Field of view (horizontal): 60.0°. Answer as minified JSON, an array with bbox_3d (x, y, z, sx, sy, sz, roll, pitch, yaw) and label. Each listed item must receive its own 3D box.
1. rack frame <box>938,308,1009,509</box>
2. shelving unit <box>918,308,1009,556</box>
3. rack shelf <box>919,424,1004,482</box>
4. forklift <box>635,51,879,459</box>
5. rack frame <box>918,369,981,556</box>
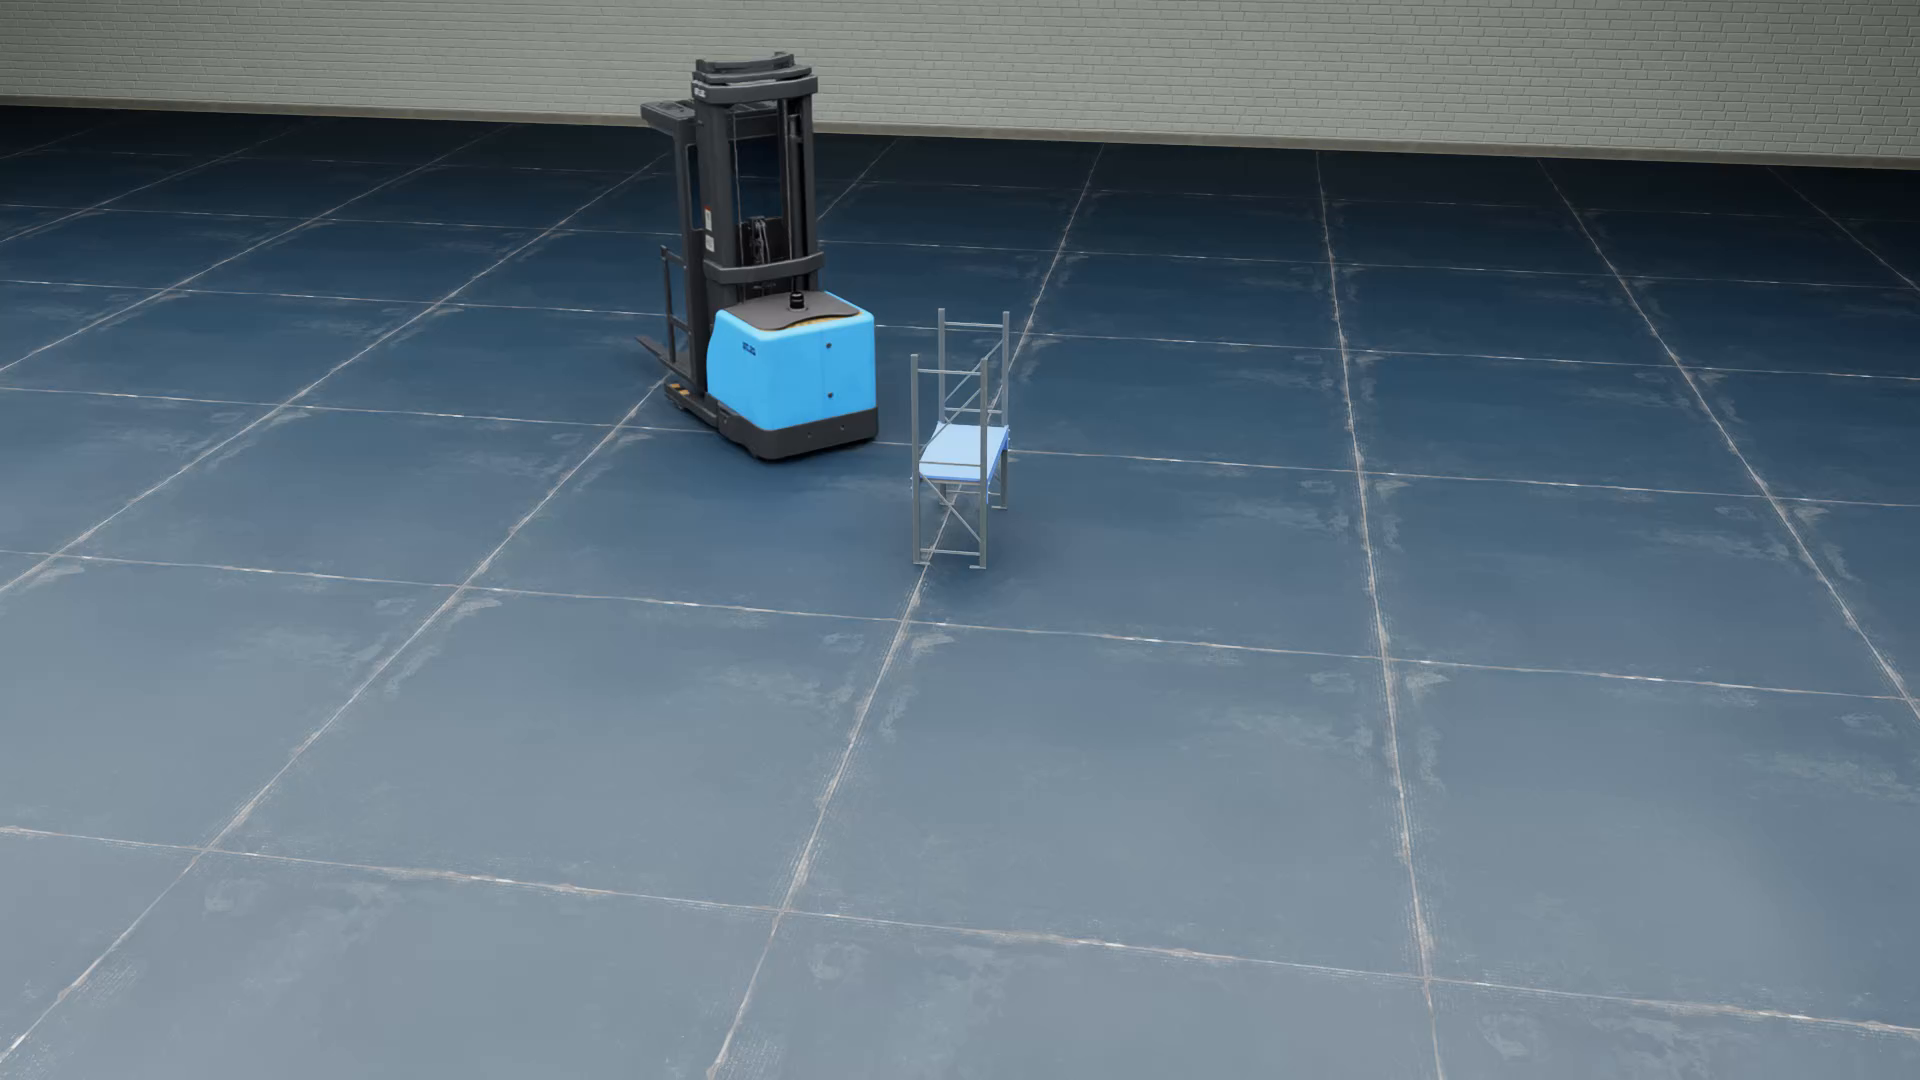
[{"bbox_3d":[0.097,-0.928,11.962,0.500,1.500,0.032,4,25,9],"label":"rack frame"},{"bbox_3d":[0.015,-0.717,11.512,0.500,1.500,1.039,4,25,9],"label":"shelving unit"},{"bbox_3d":[0.014,-0.612,11.556,0.459,0.026,0.952,4,25,9],"label":"rack shelf"},{"bbox_3d":[-1.877,-2.532,13.702,1.130,2.935,3.031,-15,29,-29],"label":"forklift"},{"bbox_3d":[-0.071,-0.502,11.054,0.475,1.308,0.013,4,25,9],"label":"rack frame"}]
